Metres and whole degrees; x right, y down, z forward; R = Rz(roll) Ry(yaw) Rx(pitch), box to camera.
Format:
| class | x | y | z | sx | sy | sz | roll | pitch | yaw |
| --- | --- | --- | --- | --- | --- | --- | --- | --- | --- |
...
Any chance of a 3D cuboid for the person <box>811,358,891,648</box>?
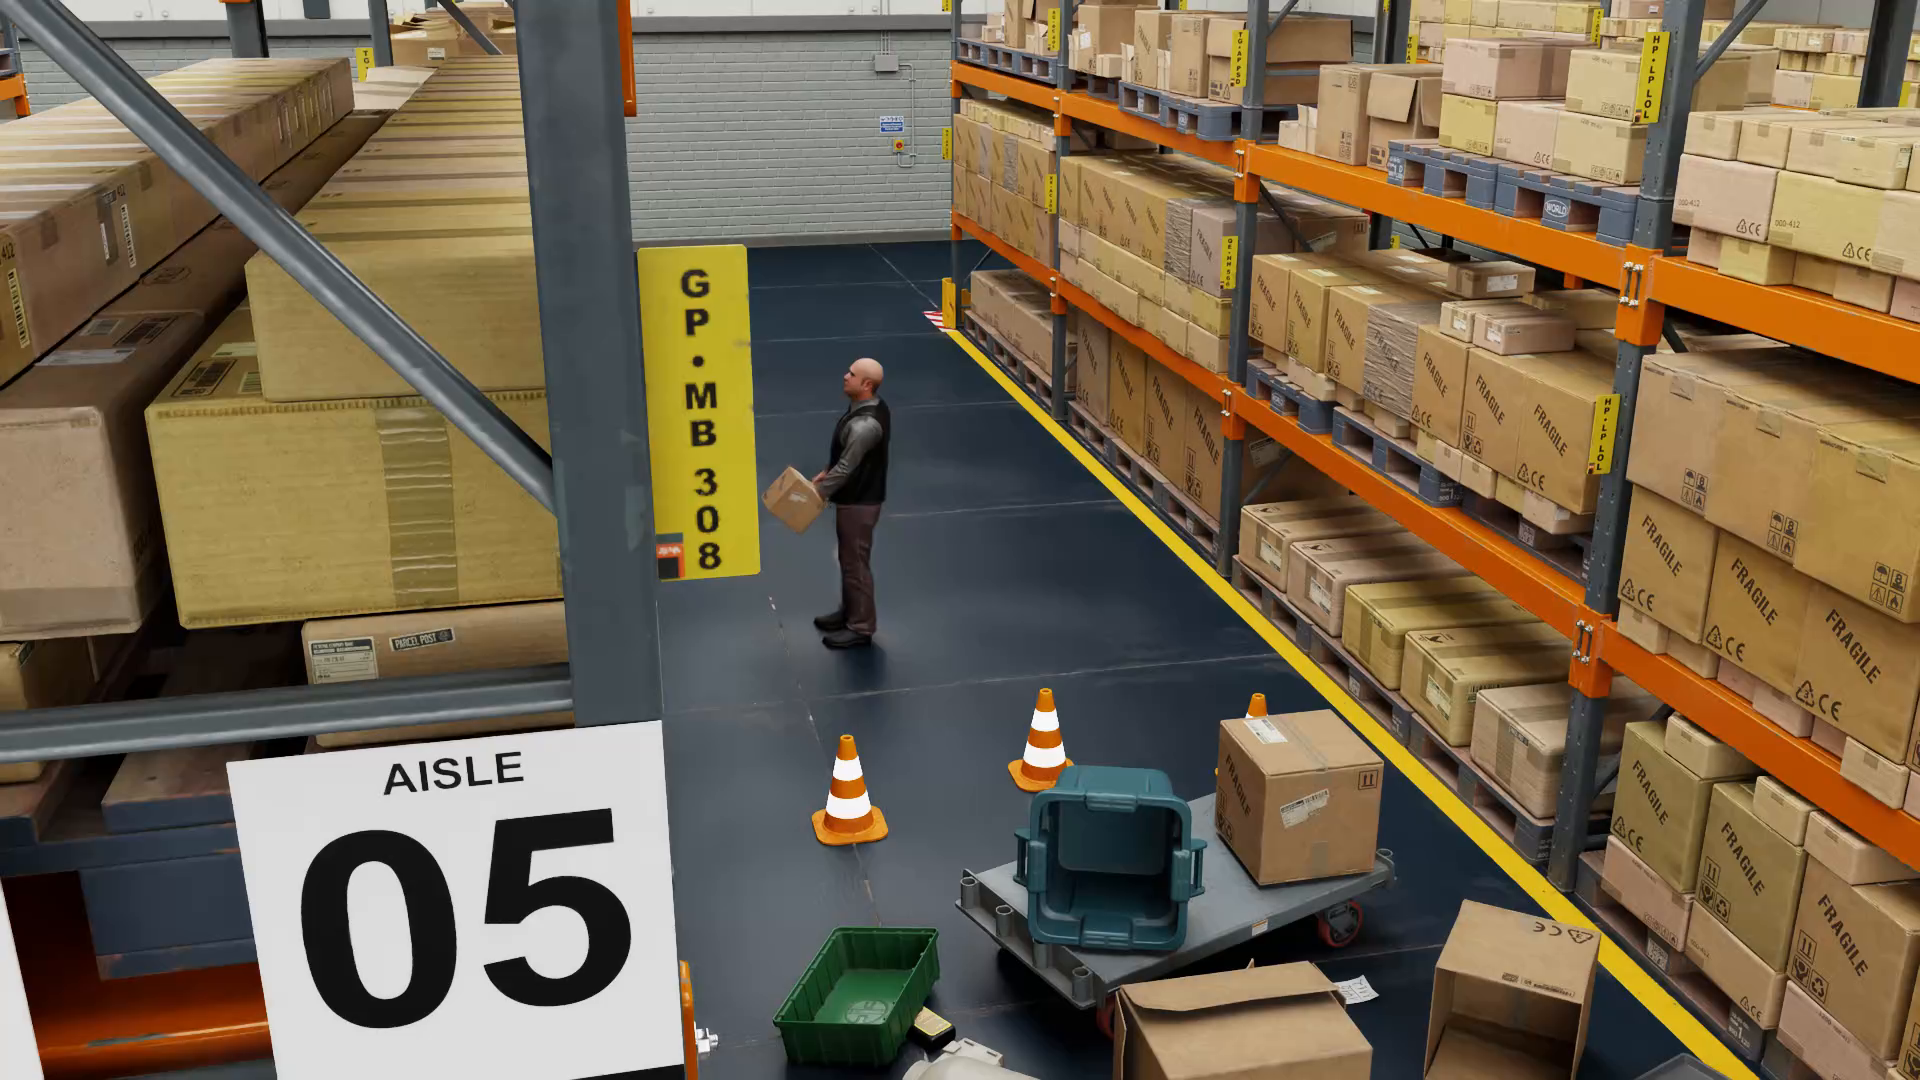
| class | x | y | z | sx | sy | sz | roll | pitch | yaw |
| --- | --- | --- | --- | --- | --- | --- | --- | --- | --- |
| person | -0.660 | -0.220 | 9.721 | 0.521 | 1.726 | 0.516 | 1 | 19 | 2 |
